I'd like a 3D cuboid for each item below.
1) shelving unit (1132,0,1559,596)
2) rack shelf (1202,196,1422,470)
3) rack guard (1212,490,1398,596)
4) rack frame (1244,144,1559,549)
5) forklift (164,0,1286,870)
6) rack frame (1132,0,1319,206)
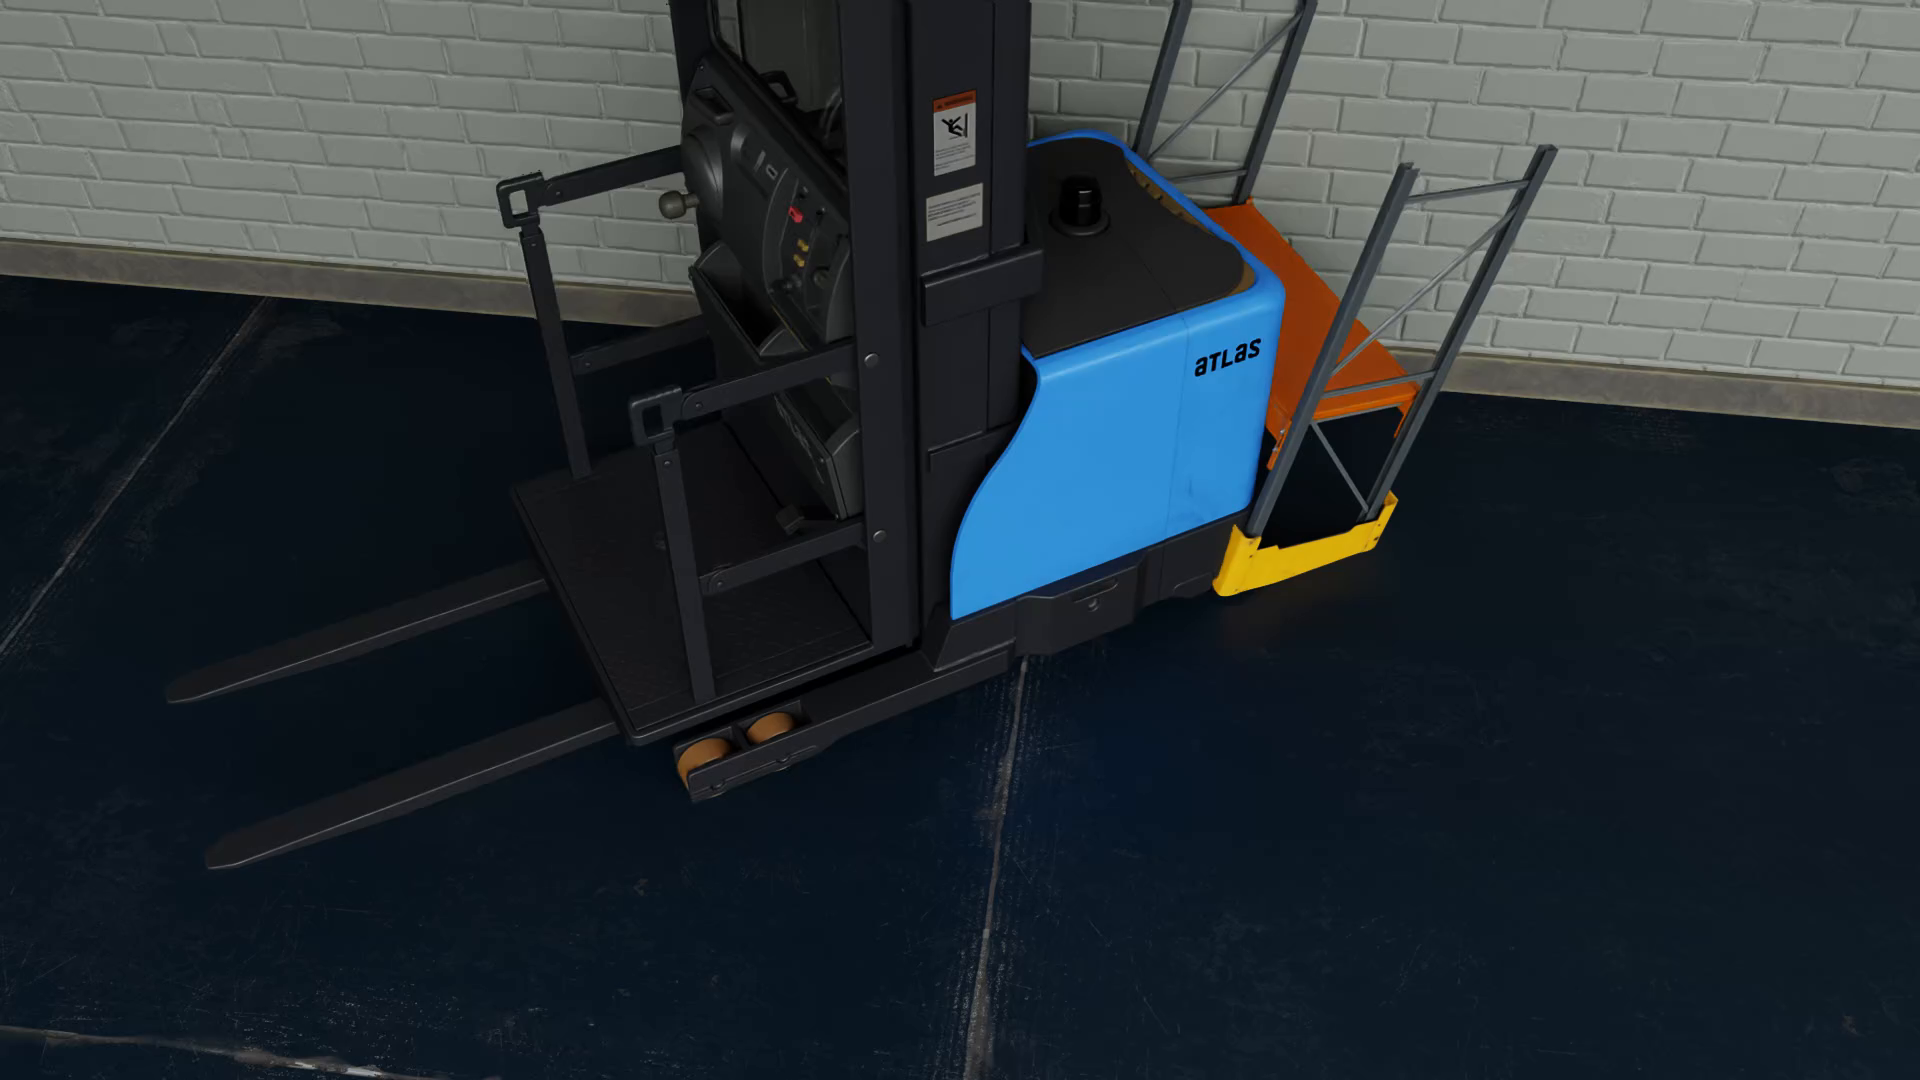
[{"bbox_3d":[0.948,-0.777,4.939,0.587,1.500,1.083,-13,50,-25],"label":"shelving unit"},{"bbox_3d":[0.913,-0.659,5.071,0.538,0.185,1.000,-13,50,-25],"label":"rack shelf"},{"bbox_3d":[1.052,0.001,5.087,0.587,0.250,0.087,-13,50,-25],"label":"rack guard"},{"bbox_3d":[1.162,-0.431,4.650,0.500,1.500,0.032,-13,50,-25],"label":"rack frame"},{"bbox_3d":[-0.660,-0.783,3.945,3.031,2.935,1.130,-20,47,-20],"label":"forklift"},{"bbox_3d":[0.727,-1.136,5.240,0.500,1.500,0.032,-13,50,-25],"label":"rack frame"}]
